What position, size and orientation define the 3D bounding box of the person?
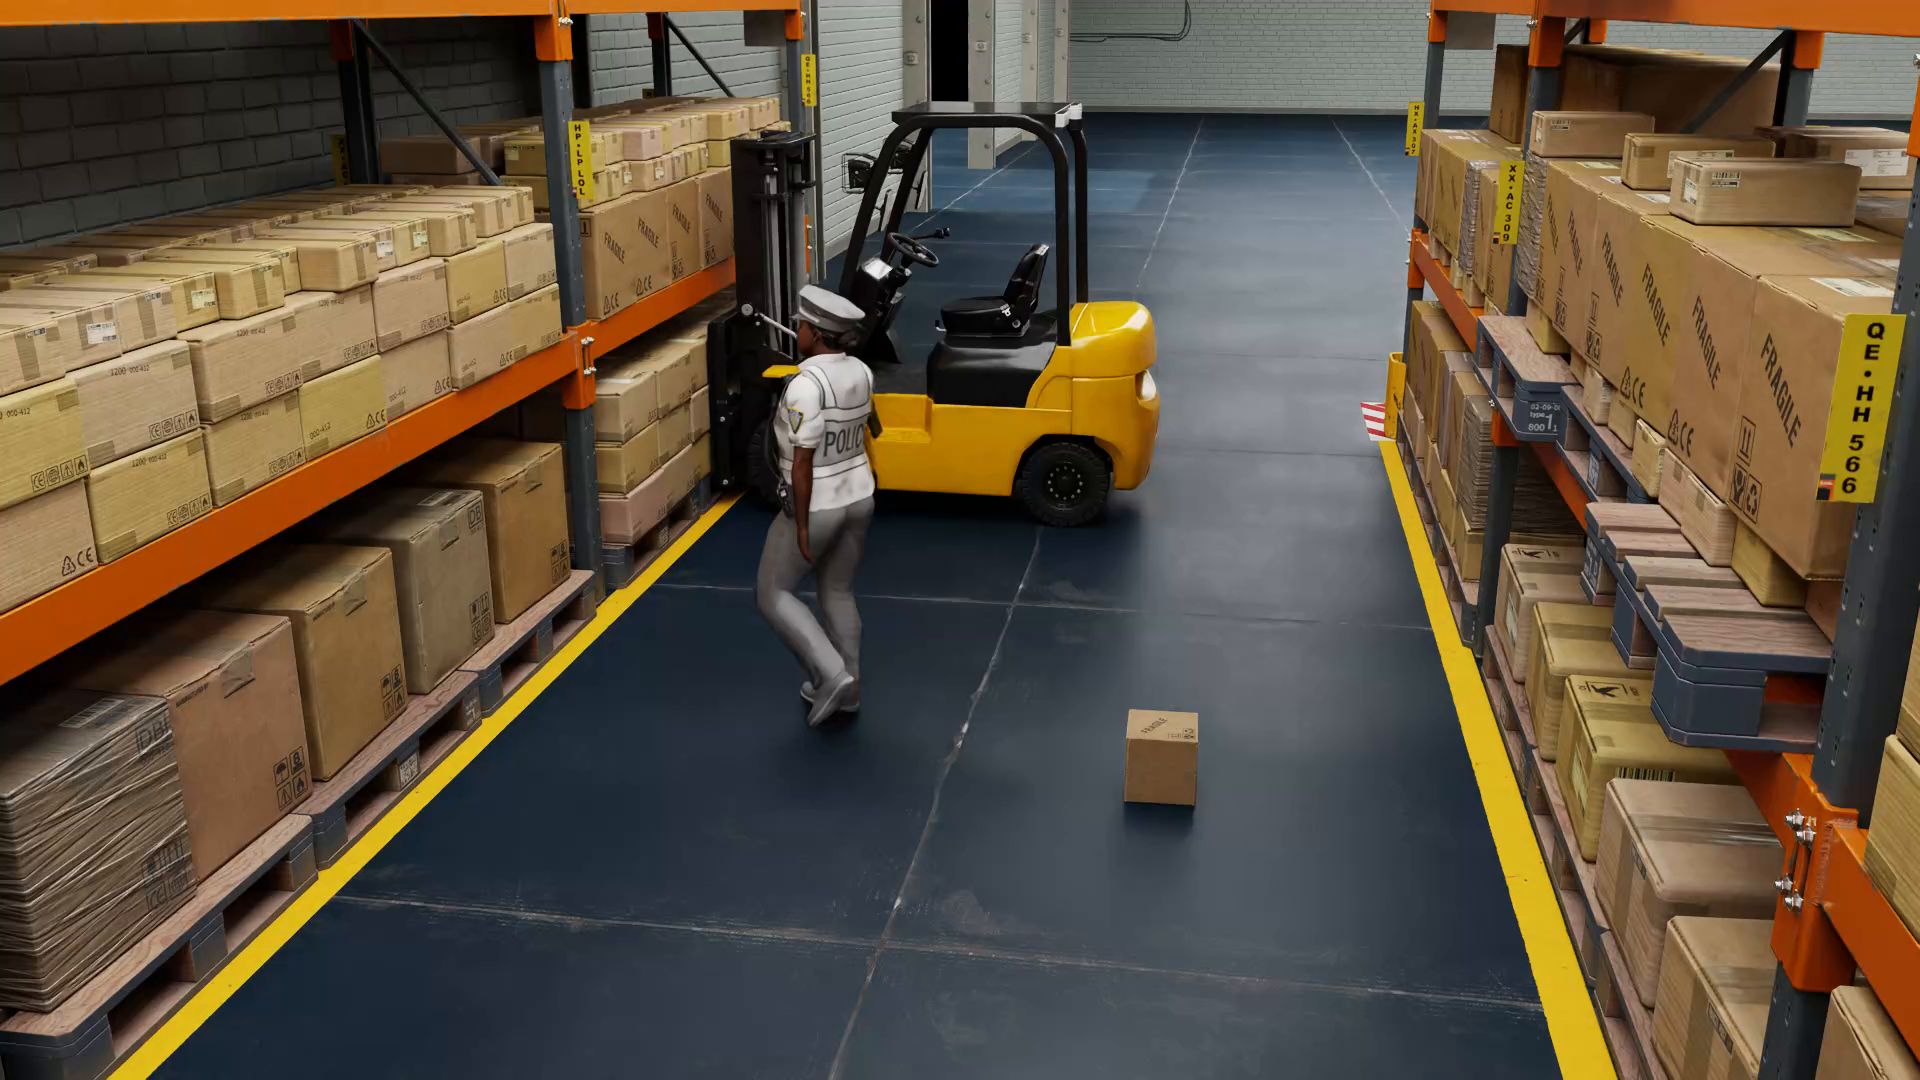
[{"bbox_3d":[-0.517,-0.440,6.232,0.313,1.021,0.447,13,22,35],"label":"person"}]
